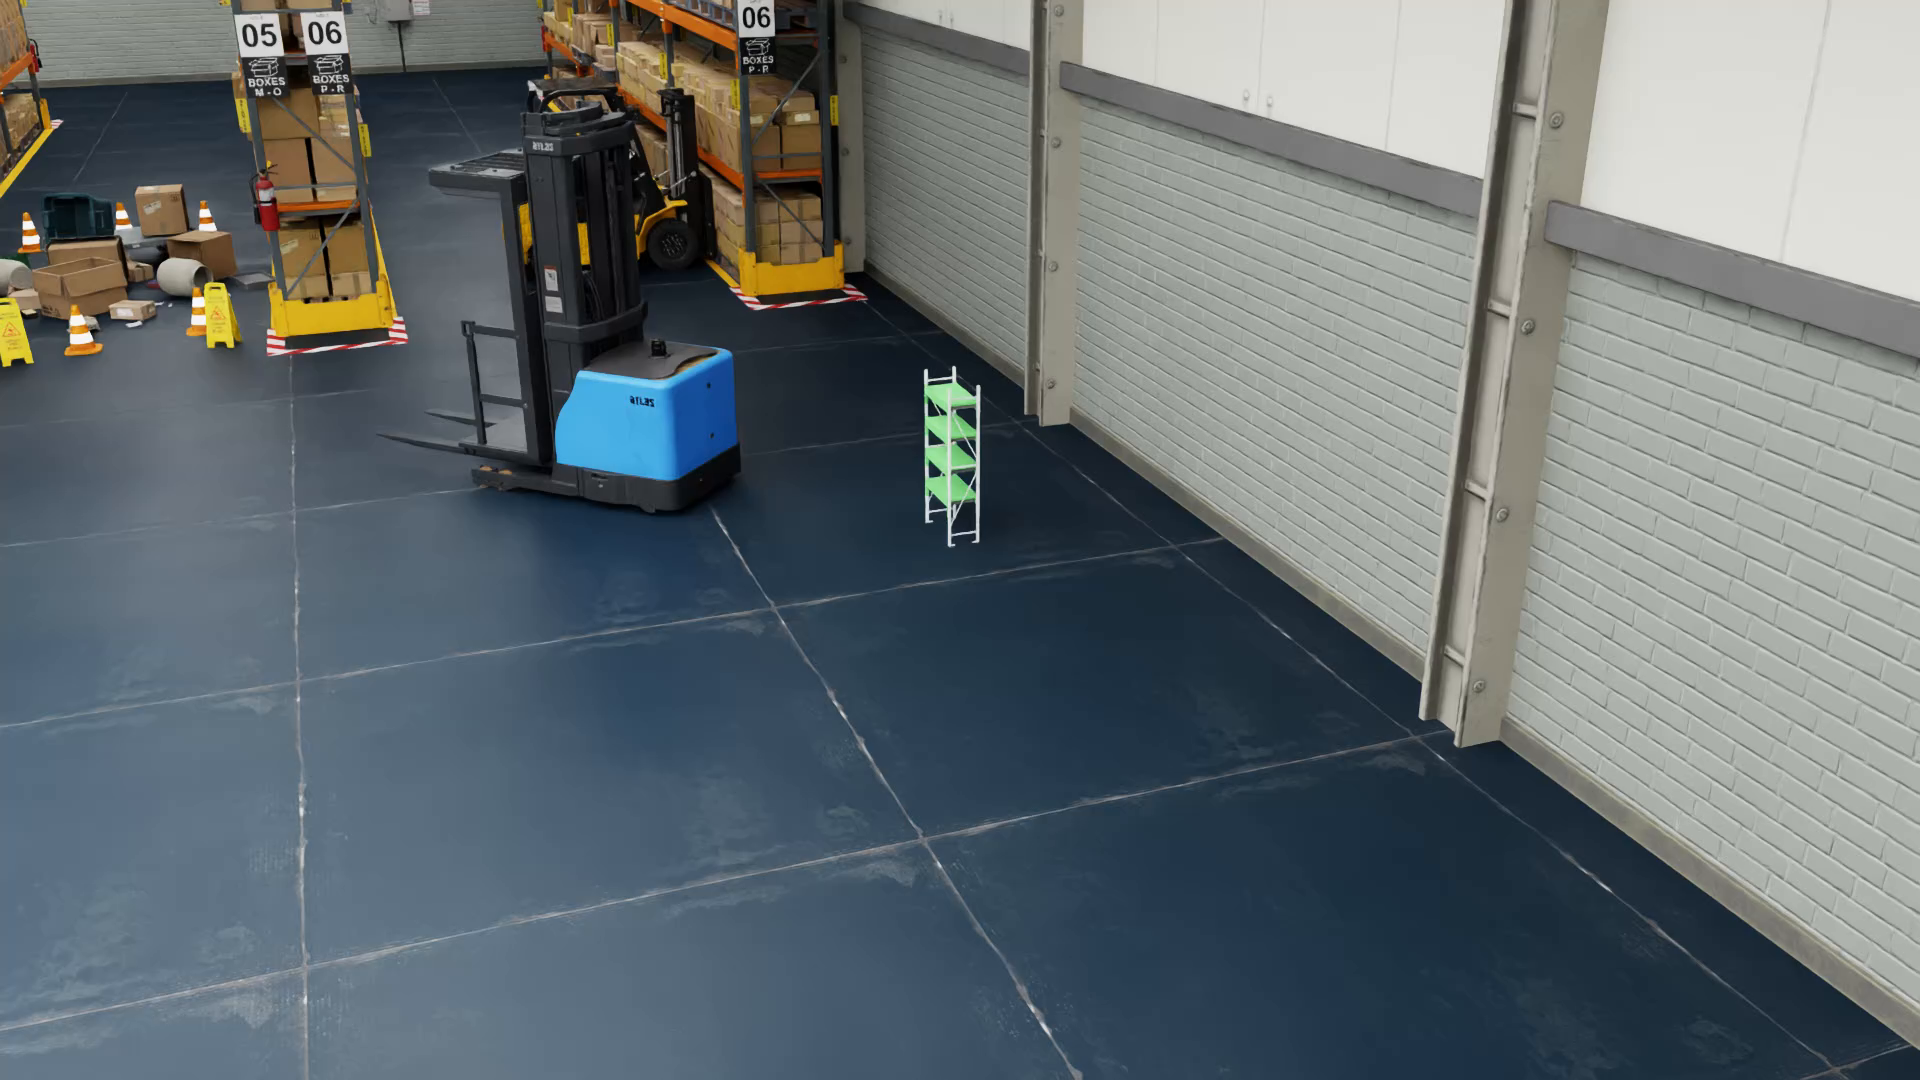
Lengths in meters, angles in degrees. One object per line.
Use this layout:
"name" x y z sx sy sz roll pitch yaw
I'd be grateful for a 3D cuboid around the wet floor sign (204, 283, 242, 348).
"wet floor sign" -7.505 -2.294 16.862 0.267 0.644 0.232 0 23 -1

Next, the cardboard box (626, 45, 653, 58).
"cardboard box" -4.707 -7.186 24.473 0.380 0.149 0.250 -8 24 -18

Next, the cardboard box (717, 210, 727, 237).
"cardboard box" -2.560 -3.752 19.645 0.500 0.250 0.500 -9 24 -20

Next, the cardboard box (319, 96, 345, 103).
"cardboard box" -7.406 -4.918 19.544 0.500 0.500 0.500 -8 24 -17

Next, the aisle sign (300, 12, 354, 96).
"aisle sign" -6.259 -4.813 16.459 0.394 0.787 0.004 -8 24 -19

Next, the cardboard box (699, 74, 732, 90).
"cardboard box" -2.977 -5.599 20.325 0.380 0.149 0.250 -8 24 -19

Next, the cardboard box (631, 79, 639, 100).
"cardboard box" -4.465 -6.550 24.122 0.500 0.250 0.500 -9 25 -21

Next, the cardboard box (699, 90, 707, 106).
"cardboard box" -2.947 -5.359 20.139 0.380 0.149 0.250 -9 24 -20

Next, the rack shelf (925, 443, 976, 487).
"rack shelf" -0.058 -0.554 12.184 0.258 0.148 0.480 -8 24 -19

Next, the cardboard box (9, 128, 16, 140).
"cardboard box" -15.234 -6.431 26.394 0.380 0.149 0.250 -7 24 -17

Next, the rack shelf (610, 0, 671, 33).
"rack shelf" -4.048 -7.508 23.265 1.077 0.370 4.000 -8 24 -19

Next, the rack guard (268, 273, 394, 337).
"rack guard" -6.598 -2.470 17.467 1.175 0.500 0.348 -8 24 -19

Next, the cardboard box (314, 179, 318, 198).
"cardboard box" -6.600 -3.720 17.539 0.380 0.149 0.250 -8 24 -18

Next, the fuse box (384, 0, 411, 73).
"fuse box" -12.220 -11.095 36.371 0.539 1.711 0.414 -8 24 -19

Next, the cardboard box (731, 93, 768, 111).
"cardboard box" -2.368 -4.946 18.775 0.380 0.149 0.250 -8 24 -19

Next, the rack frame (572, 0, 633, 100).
"rack frame" -6.168 -8.637 28.880 1.000 3.000 0.127 -8 24 -19

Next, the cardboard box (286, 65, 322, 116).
"cardboard box" -7.450 -4.951 18.335 0.700 0.500 0.500 -9 24 -19

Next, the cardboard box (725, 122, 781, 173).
"cardboard box" -2.348 -4.466 18.855 0.500 0.500 0.500 -9 24 -20

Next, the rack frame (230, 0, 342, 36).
"rack frame" -6.571 -6.359 15.751 1.000 3.000 0.127 -8 24 -19

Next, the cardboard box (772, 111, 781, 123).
"cardboard box" -1.952 -4.862 18.959 0.380 0.149 0.250 -8 24 -19

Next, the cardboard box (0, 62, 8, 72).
"cardboard box" -15.622 -7.645 26.849 0.380 0.149 0.250 -8 24 -18

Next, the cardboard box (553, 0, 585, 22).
"cardboard box" -7.142 -9.757 30.383 0.500 0.500 0.500 -8 24 -18

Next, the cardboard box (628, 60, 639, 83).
"cardboard box" -4.483 -6.776 24.013 0.500 0.250 0.500 -9 24 -20

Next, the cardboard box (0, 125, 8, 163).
"cardboard box" -14.908 -6.046 25.411 0.500 0.500 0.500 -9 24 -20

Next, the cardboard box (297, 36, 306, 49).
"cardboard box" -6.561 -5.109 16.972 0.380 0.149 0.250 -9 25 -21

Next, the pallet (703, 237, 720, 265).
"pallet" -2.665 -3.707 20.773 1.003 0.211 1.213 -8 24 -19

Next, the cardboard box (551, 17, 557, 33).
"cardboard box" -7.312 -9.590 30.951 0.500 0.250 0.500 -9 24 -20

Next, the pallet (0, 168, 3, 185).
"pallet" -14.694 -5.227 24.380 1.003 0.211 1.213 -8 24 -19

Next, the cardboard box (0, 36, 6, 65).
"cardboard box" -15.526 -7.815 26.419 0.500 0.500 0.500 -8 24 -19

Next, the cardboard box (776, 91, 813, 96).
"cardboard box" -1.883 -5.016 18.941 0.380 0.149 0.250 -7 24 -17

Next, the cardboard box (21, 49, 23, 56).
"cardboard box" -16.386 -8.401 28.644 0.380 0.149 0.250 -8 24 -19

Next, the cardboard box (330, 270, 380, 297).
"cardboard box" -6.597 -2.852 18.154 0.500 0.250 0.500 -9 24 -19

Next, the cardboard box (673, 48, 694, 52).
"cardboard box" -4.048 -7.071 24.200 0.380 0.149 0.250 -8 24 -19

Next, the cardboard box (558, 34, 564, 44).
"cardboard box" -7.201 -9.250 30.658 0.380 0.149 0.250 -8 24 -18

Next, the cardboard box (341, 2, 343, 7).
"cardboard box" -6.668 -5.448 17.263 0.500 0.250 0.500 -9 24 -20

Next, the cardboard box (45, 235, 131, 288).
"cardboard box" -9.898 -3.136 18.869 0.797 0.637 0.503 -8 24 -19

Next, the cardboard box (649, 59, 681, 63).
"cardboard box" -4.066 -6.538 22.935 0.380 0.149 0.250 -9 24 -20

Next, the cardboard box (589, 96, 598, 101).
"cardboard box" -6.010 -7.280 28.338 0.500 0.500 0.500 -9 24 -20

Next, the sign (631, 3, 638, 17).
"sign" -5.650 -9.248 28.839 0.100 0.325 0.005 -8 24 -19

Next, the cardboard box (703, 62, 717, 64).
"cardboard box" -3.398 -6.428 22.675 0.380 0.149 0.250 -8 24 -19

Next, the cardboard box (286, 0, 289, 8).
"cardboard box" -6.609 -5.475 16.813 0.380 0.149 0.250 -8 24 -19

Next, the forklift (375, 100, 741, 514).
"forklift" -3.328 -1.914 13.018 3.031 2.935 1.130 10 25 22

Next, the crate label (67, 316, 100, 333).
"crate label" -9.184 -2.256 17.426 0.298 0.136 0.250 18 29 36

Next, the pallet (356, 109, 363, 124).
"pallet" -8.118 -5.257 21.108 1.003 0.211 1.213 -8 24 -19

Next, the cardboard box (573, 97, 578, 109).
"cardboard box" -6.765 -7.863 30.022 0.396 0.266 0.258 -7 24 -17

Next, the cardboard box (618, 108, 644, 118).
"cardboard box" -5.166 -6.669 26.053 0.380 0.149 0.250 -10 25 -22

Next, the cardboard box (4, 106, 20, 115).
"cardboard box" -15.861 -7.118 27.639 0.380 0.149 0.250 -8 24 -19

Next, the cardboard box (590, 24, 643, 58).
"cardboard box" -5.504 -7.993 26.678 0.797 0.503 0.637 -9 24 -20

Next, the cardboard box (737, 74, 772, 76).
"cardboard box" -2.524 -5.668 20.489 0.380 0.149 0.250 -9 24 -20

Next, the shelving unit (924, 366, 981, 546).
"shelving unit" -0.059 -0.613 12.160 0.258 1.200 0.503 -8 24 -19

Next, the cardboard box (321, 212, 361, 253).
"cardboard box" -6.795 -3.396 18.478 0.500 0.500 0.500 -9 25 -21

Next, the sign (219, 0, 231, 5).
"sign" -7.097 -5.316 15.999 0.100 0.325 0.005 -8 24 -19

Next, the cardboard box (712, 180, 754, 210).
"cardboard box" -2.756 -4.155 19.959 0.500 0.250 0.500 -8 24 -18

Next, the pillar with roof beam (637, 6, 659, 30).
"pillar with roof beam" -9.598 -11.188 27.208 9.100 9.000 0.400 -8 24 -19

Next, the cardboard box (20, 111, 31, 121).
"cardboard box" -15.985 -7.182 28.174 0.380 0.149 0.250 -8 24 -18

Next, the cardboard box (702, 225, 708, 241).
"cardboard box" -2.930 -3.882 20.597 0.500 0.250 0.500 -8 24 -17

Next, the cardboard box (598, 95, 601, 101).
"cardboard box" -5.855 -7.436 27.872 0.380 0.149 0.250 -8 24 -19
